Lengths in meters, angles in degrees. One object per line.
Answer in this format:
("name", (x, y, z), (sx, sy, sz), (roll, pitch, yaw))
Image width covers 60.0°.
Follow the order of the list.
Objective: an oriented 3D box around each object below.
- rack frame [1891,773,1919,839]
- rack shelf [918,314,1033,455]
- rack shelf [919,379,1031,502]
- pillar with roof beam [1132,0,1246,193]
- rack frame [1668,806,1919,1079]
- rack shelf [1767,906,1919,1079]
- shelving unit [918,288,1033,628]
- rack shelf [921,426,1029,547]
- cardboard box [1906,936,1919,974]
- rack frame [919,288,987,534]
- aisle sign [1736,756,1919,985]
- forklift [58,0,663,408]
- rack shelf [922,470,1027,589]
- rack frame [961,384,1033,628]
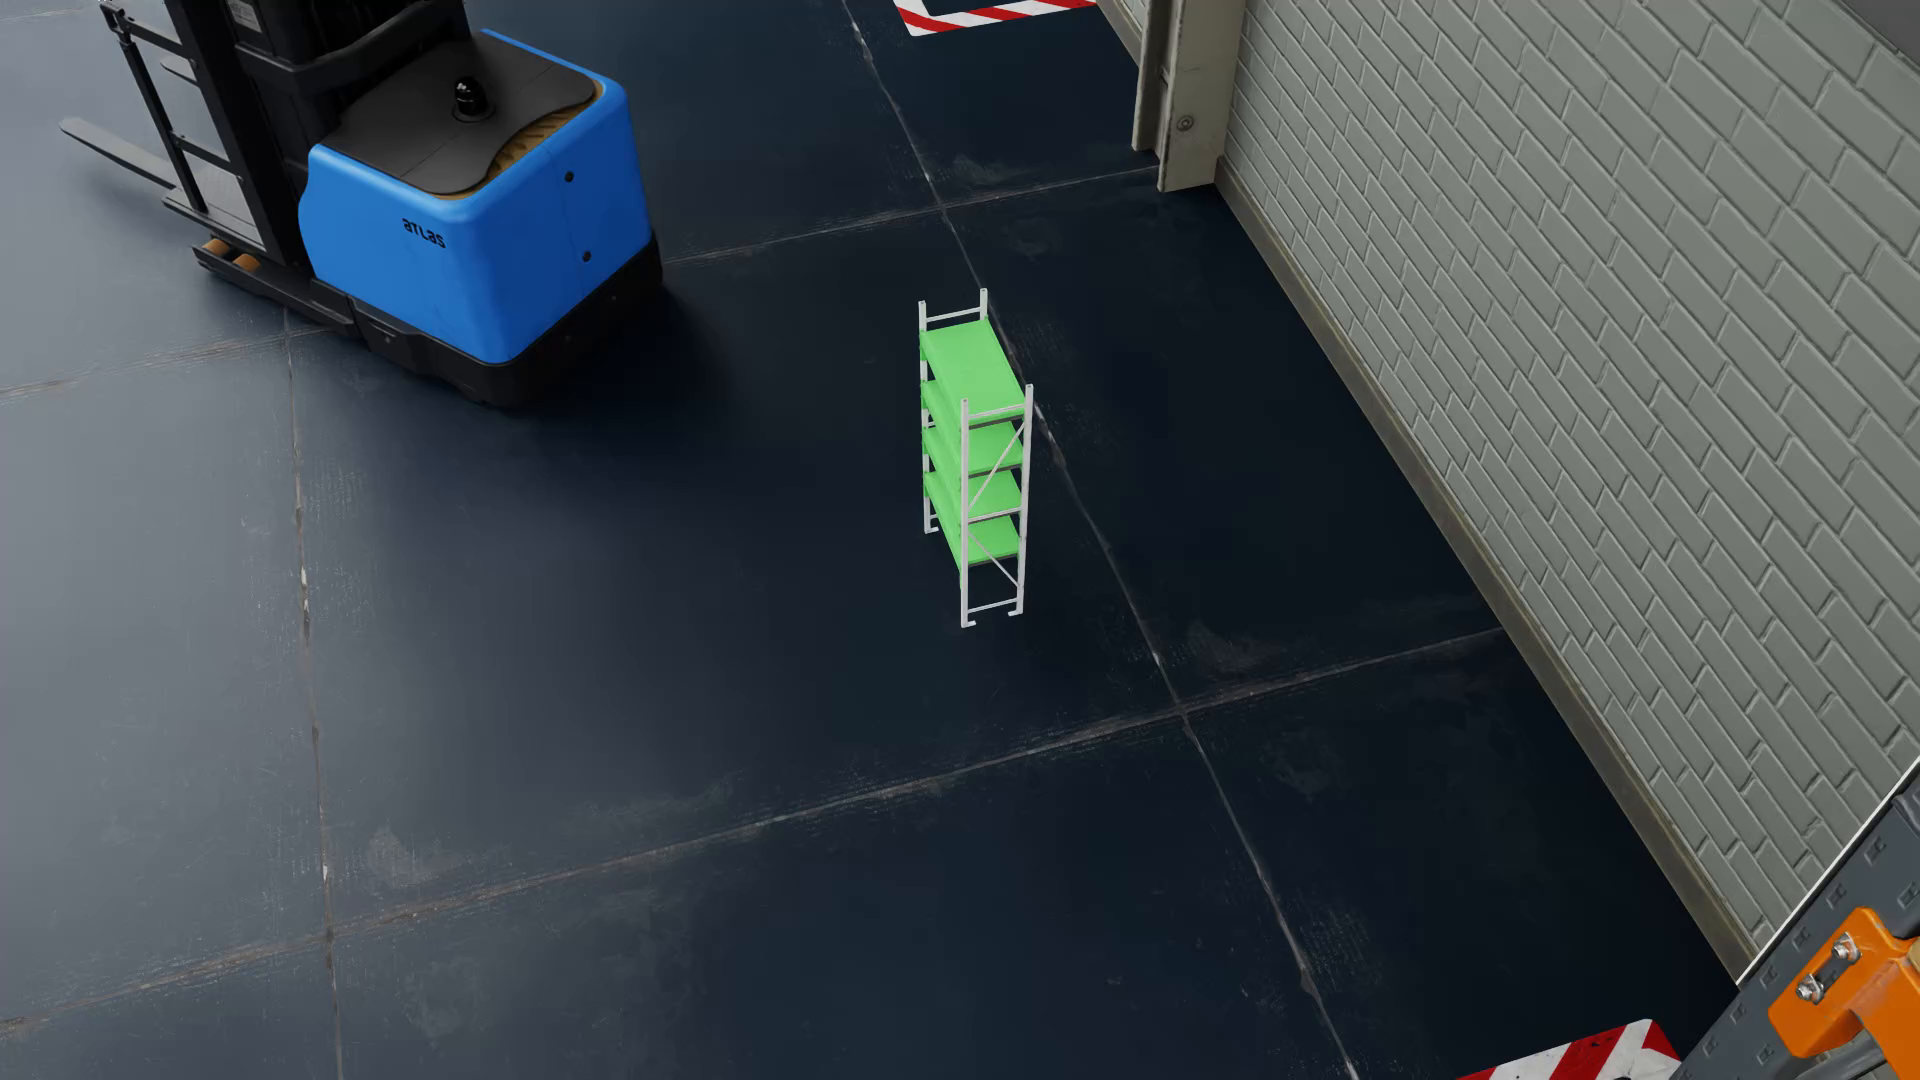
("rack frame", (1.789, -0.670, 1.219), (1.000, 3.000, 0.127), (-13, 51, -11))
("rack shelf", (0.049, -0.534, 5.661), (0.258, 0.148, 0.480), (-13, 51, -11))
("rack shelf", (0.049, -0.379, 5.844), (0.258, 0.148, 0.480), (-13, 51, -11))
("pillar with roof beam", (-3.065, -3.763, 3.826), (9.100, 9.000, 0.400), (-13, 51, -11))
("rack frame", (1.789, 1.264, 3.512), (1.000, 3.000, 0.127), (-13, 51, -11))
("rack shelf", (2.380, 1.989, 1.409), (1.077, 0.370, 4.000), (-13, 51, -11))
("shelving unit", (0.049, -0.266, 5.979), (0.258, 1.200, 0.503), (-13, 51, -11))
("rack shelf", (0.049, -0.225, 6.028), (0.258, 0.148, 0.480), (-13, 51, -11))
("cardboard box", (1.649, 0.559, 2.066), (0.500, 0.500, 0.500), (-12, 51, -10))
("rack frame", (-0.023, -0.444, 6.129), (0.240, 1.200, 0.015), (-13, 51, -11))
("aisle sign", (1.481, 0.441, 2.506), (0.394, 0.787, 0.004), (-13, 51, -11))
("forklift", (-2.844, -2.376, 6.626), (3.031, 2.935, 1.130), (26, 55, 20))
("rack shelf", (0.049, -0.070, 6.211), (0.258, 0.148, 0.480), (-13, 51, -11))
("rack frame", (0.121, -0.088, 5.829), (0.240, 1.200, 0.015), (-13, 51, -11))
